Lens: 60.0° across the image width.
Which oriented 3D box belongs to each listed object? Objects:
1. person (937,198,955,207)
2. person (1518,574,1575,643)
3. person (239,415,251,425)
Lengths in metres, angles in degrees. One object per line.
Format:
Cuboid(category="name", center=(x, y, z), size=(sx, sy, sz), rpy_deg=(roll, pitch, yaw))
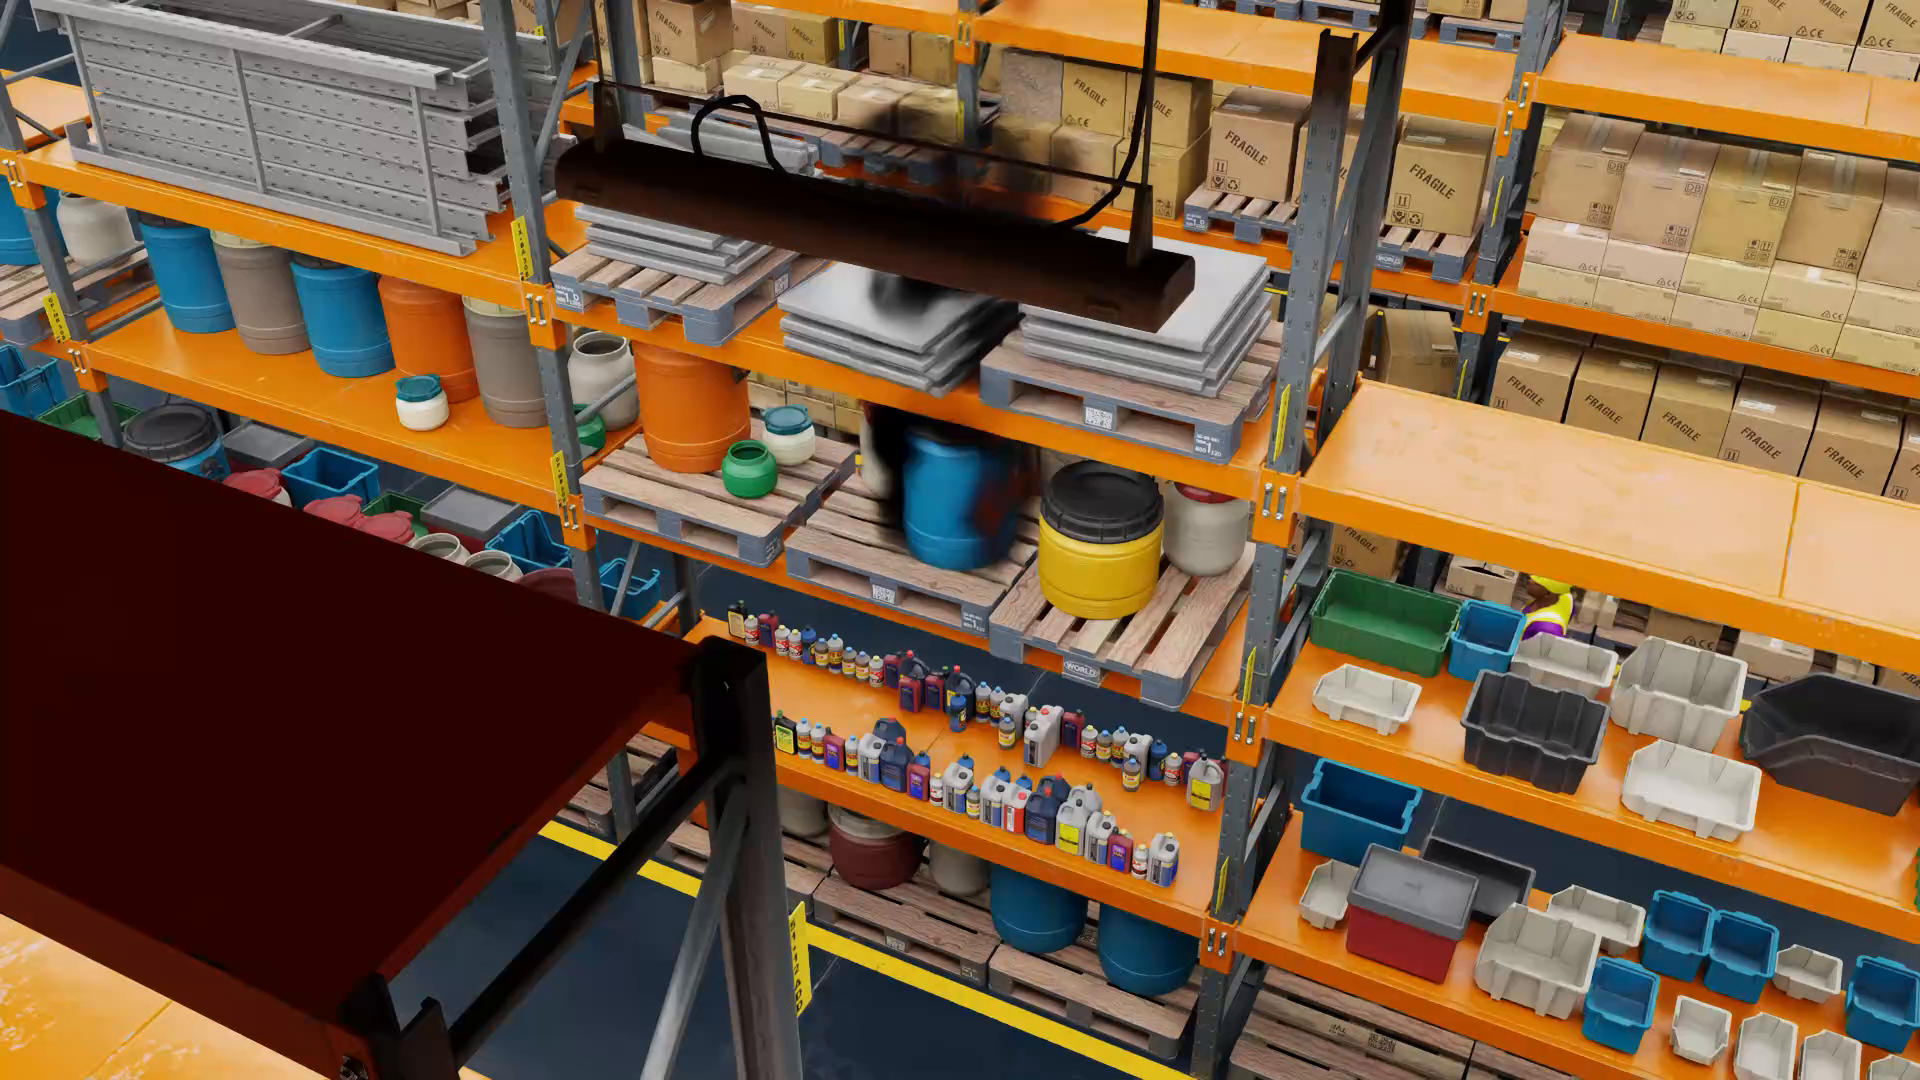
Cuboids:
Cuboid(category="person", center=(-0.040, -2.859, 16.596), size=(0.659, 1.602, 0.555), rpy_deg=(19, 39, 25))
Cuboid(category="person", center=(3.854, 0.884, 11.099), size=(0.732, 1.742, 0.712), rpy_deg=(14, 37, 19))
Cuboid(category="person", center=(-5.742, -0.974, 13.743), size=(0.793, 1.845, 0.675), rpy_deg=(21, 40, 27))
